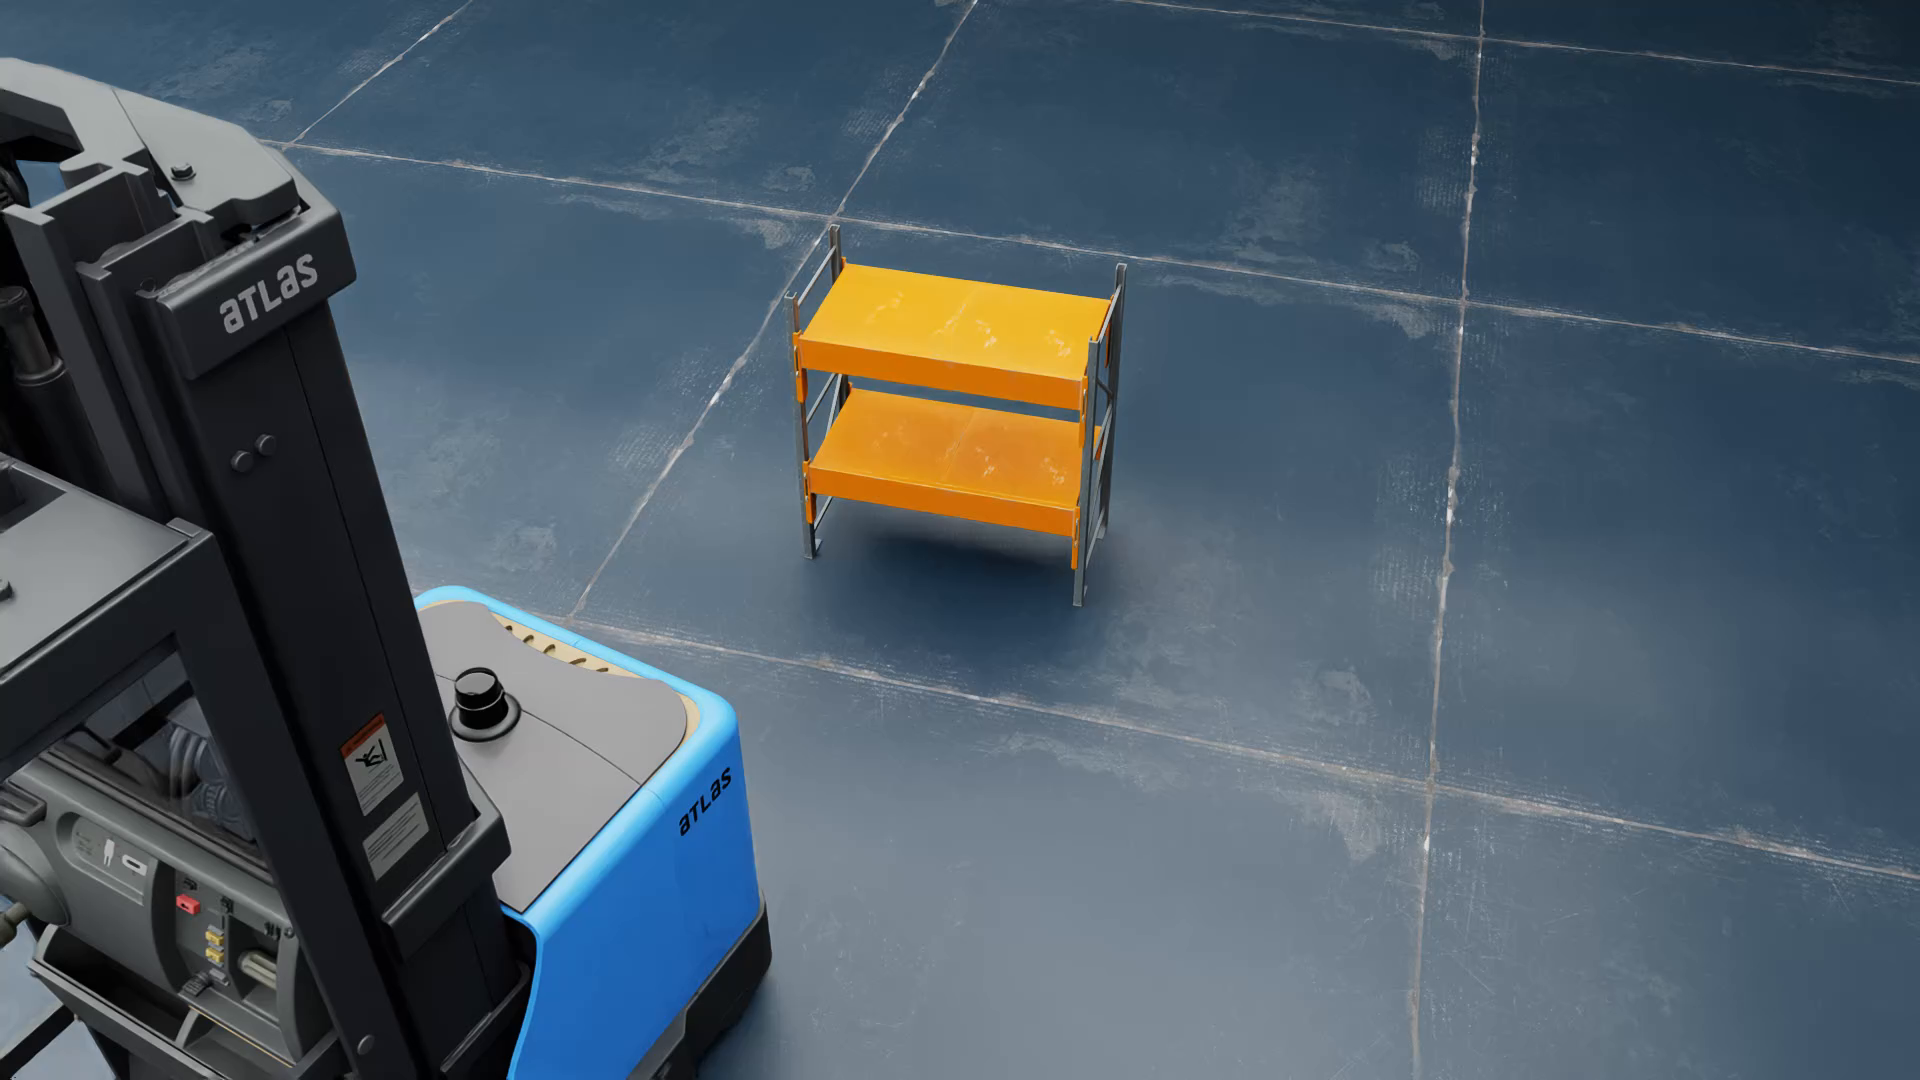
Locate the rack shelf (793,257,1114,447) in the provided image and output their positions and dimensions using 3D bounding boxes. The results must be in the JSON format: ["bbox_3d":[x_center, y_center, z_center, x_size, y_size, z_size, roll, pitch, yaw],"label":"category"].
[{"bbox_3d":[-0.007,-0.656,5.701,1.000,0.278,0.538,10,41,11],"label":"rack shelf"}]

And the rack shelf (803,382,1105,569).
[{"bbox_3d":[-0.007,-0.245,6.047,1.000,0.278,0.538,10,41,11],"label":"rack shelf"}]

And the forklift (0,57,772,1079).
[{"bbox_3d":[-1.695,0.777,3.046,1.130,2.935,3.031,20,44,22],"label":"forklift"}]

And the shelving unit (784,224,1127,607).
[{"bbox_3d":[-0.007,-0.432,5.890,1.048,1.125,0.538,10,41,11],"label":"shelving unit"}]

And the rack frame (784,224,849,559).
[{"bbox_3d":[-0.498,-0.516,5.990,0.032,1.125,0.500,10,41,11],"label":"rack frame"}]

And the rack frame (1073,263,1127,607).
[{"bbox_3d":[0.485,-0.347,5.789,0.032,1.125,0.500,10,41,11],"label":"rack frame"}]
